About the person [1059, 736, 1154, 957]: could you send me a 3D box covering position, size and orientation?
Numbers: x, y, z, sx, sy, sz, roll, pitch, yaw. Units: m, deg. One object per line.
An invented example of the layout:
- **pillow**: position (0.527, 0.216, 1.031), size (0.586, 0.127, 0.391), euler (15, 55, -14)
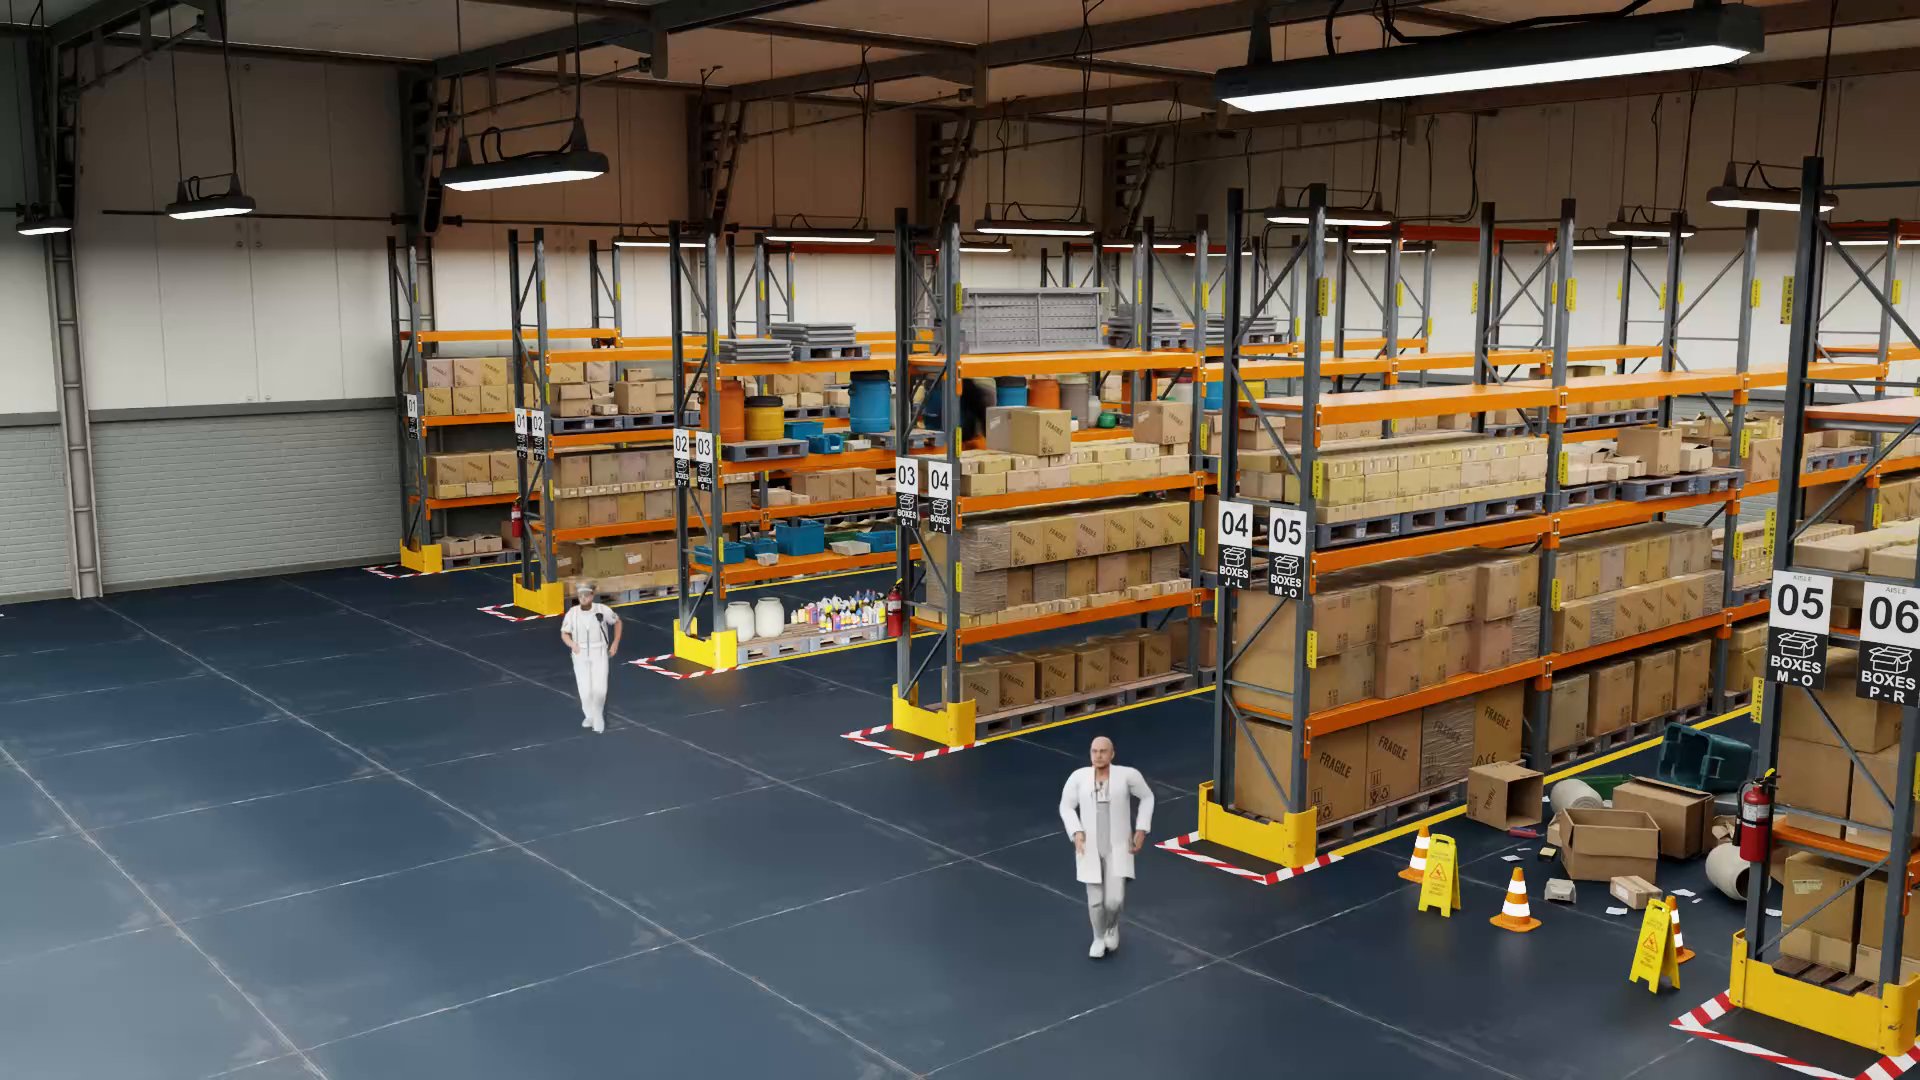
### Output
- **person**: position (1.105, 2.369, 12.747), size (0.721, 1.738, 0.585), euler (2, 9, 11)

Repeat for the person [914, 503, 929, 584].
- **person**: position (-0.589, -0.155, 27.235), size (0.562, 1.743, 0.657), euler (-9, 12, -44)

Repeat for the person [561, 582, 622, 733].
- **person**: position (-4.279, 1.364, 19.278), size (0.674, 1.776, 0.680), euler (-1, 9, -5)
